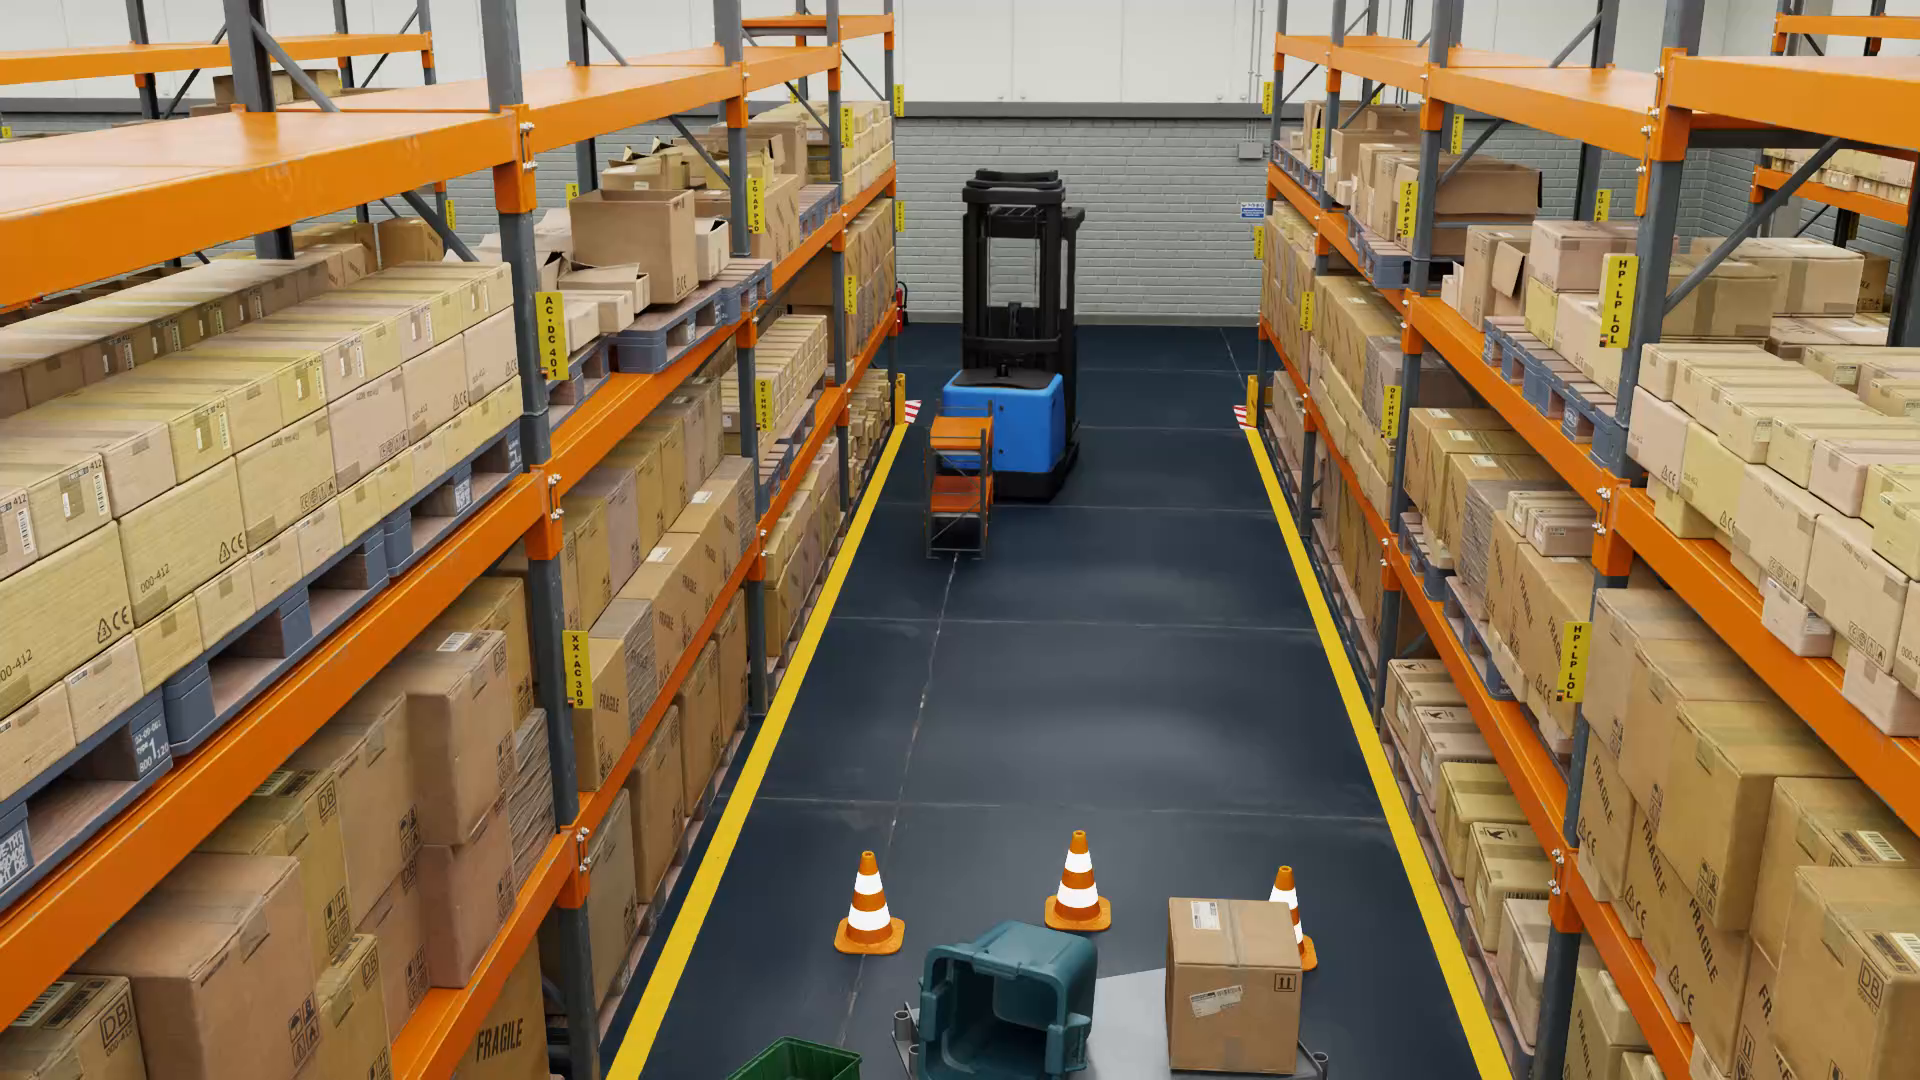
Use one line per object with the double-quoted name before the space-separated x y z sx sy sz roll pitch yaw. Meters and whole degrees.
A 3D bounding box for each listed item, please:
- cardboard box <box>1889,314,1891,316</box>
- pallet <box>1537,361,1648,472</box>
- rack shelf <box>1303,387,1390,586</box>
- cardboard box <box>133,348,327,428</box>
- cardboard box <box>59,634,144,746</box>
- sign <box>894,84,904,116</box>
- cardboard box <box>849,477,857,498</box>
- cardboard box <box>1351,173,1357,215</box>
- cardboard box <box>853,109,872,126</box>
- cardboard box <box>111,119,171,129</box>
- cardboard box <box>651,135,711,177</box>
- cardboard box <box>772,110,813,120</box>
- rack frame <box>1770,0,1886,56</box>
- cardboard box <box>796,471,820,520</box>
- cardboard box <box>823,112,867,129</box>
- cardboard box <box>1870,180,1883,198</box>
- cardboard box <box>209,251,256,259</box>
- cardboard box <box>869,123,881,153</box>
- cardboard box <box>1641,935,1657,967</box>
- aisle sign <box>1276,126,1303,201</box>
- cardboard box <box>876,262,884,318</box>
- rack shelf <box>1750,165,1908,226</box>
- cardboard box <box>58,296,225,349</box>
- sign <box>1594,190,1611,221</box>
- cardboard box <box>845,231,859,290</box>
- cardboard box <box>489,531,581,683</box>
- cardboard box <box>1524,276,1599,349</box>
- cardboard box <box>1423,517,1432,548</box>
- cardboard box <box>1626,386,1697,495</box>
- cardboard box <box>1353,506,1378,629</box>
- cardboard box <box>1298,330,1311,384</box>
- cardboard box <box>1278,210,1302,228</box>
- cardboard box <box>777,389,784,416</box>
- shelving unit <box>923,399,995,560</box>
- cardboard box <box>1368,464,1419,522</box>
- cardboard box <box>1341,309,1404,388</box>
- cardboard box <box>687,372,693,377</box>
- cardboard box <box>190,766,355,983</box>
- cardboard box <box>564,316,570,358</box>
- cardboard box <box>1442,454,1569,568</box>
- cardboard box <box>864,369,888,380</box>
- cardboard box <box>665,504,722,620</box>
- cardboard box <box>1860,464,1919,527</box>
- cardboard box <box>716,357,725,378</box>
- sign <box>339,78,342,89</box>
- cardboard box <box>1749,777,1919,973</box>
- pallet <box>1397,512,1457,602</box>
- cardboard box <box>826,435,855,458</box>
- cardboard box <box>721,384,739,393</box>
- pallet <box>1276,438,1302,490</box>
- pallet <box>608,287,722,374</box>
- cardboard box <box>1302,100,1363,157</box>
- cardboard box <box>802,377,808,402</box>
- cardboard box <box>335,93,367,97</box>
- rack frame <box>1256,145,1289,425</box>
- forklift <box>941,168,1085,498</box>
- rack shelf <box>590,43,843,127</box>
"cardboard box" 8.788 -1.882 15.114 0.500 0.250 0.500 2 18 5
"pallet" 3.041 -0.499 6.613 1.213 0.211 1.003 1 18 4
"rack shelf" 3.320 -0.495 12.272 1.077 0.370 4.000 1 18 4
"cardboard box" -1.871 -0.392 4.273 0.380 0.149 0.250 2 18 5
"cardboard box" -1.943 0.302 3.436 0.380 0.149 0.250 1 18 4
"sign" -0.642 -4.607 17.427 0.100 0.325 0.005 1 18 4
"cardboard box" -1.134 -0.488 14.999 0.380 0.149 0.250 0 18 2
"cardboard box" 2.983 -2.460 11.836 0.396 0.266 0.258 3 18 8
"cardboard box" -1.048 -4.054 15.958 0.380 0.149 0.250 2 18 5
"cardboard box" -6.453 -3.171 13.632 0.700 0.500 0.500 2 18 5
"cardboard box" -1.926 -2.663 11.525 0.396 0.266 0.258 1 18 4
"cardboard box" -1.585 -3.983 15.743 0.380 0.149 0.250 2 18 6
"rack frame" 8.701 -5.442 16.578 1.000 3.000 0.127 1 18 4
"cardboard box" -1.356 -0.344 12.793 0.500 0.250 0.500 0 18 1
"cardboard box" -1.071 -3.892 15.464 0.380 0.149 0.250 1 18 2
"cardboard box" 8.265 -3.090 14.623 0.380 0.149 0.250 2 18 6
"cardboard box" -6.615 -2.410 15.519 0.500 0.500 0.500 1 18 4
"cardboard box" -1.048 -3.905 16.143 0.500 0.250 0.500 2 18 5
"cardboard box" 2.593 1.399 5.738 0.380 0.149 0.250 1 18 4
"aisle sign" 3.466 -3.965 17.530 0.394 0.787 0.004 1 18 4
"cardboard box" -1.039 -2.506 16.614 0.500 0.500 0.500 1 18 4
"rack shelf" 8.558 -3.053 15.261 1.077 0.370 4.000 1 18 4
"cardboard box" -2.473 -0.642 5.037 0.380 0.149 0.250 1 18 3
"sign" 3.718 -1.874 9.678 0.100 0.325 0.005 1 18 4
"cardboard box" -1.184 -2.497 14.983 0.500 0.500 0.500 1 18 2
"cardboard box" -2.025 0.270 7.014 0.700 0.500 0.500 1 18 3
"cardboard box" 2.866 -1.027 7.490 0.500 0.250 0.500 2 18 5
"cardboard box" 2.849 -0.028 9.421 0.380 0.149 0.250 0 18 0
"cardboard box" 2.585 -0.338 5.584 0.500 0.250 0.500 1 18 3
"cardboard box" 3.377 0.105 12.024 0.875 0.875 0.875 2 18 5
"cardboard box" 3.242 -1.655 14.497 0.500 0.500 0.500 1 18 4
"cardboard box" 3.367 -3.184 16.514 0.380 0.149 0.250 1 18 2
"cardboard box" -1.463 -0.985 11.863 0.380 0.149 0.250 1 18 4
"shelving unit" 0.000 -0.537 14.254 0.538 1.125 1.048 1 18 4
"cardboard box" 2.954 -0.307 10.784 0.500 0.250 0.500 1 18 2
"cardboard box" 3.067 -1.375 12.037 0.500 0.500 0.500 1 18 3
"cardboard box" -2.112 -1.137 11.850 0.380 0.149 0.250 1 18 4
"cardboard box" -2.245 0.980 4.641 0.875 0.550 0.500 1 18 4
"cardboard box" -1.762 -0.843 6.742 0.258 0.266 0.396 1 18 3
"cardboard box" 2.852 -0.142 8.728 0.500 0.500 0.500 2 18 5
"cardboard box" -0.979 -1.737 17.855 0.380 0.149 0.250 1 18 5
"cardboard box" -1.605 0.114 9.098 0.500 0.500 0.500 1 18 3
"cardboard box" 2.513 -0.083 4.165 0.380 0.149 0.250 2 18 5
"cardboard box" -2.038 -1.321 12.890 0.380 0.149 0.250 2 18 6
"sign" -6.687 -4.814 17.950 0.100 0.325 0.005 1 18 4
"cardboard box" 2.574 0.972 4.396 0.700 0.500 0.500 1 18 4
"pallet" 3.232 0.099 9.611 1.213 0.211 1.003 1 18 4
"cardboard box" -1.171 -0.851 15.152 0.380 0.149 0.250 2 18 7
"cardboard box" -1.503 -0.957 11.299 0.380 0.149 0.250 1 18 4
"pallet" 3.681 -0.747 16.365 1.003 0.211 1.213 1 18 4
"pallet" -1.838 -1.082 8.394 1.003 0.211 1.213 2 18 6
"cardboard box" 3.456 -3.798 15.383 0.500 0.500 0.500 2 18 5
"cardboard box" -1.382 -1.167 12.897 0.380 0.149 0.250 1 18 2
"cardboard box" -6.267 -4.145 16.443 0.700 0.500 0.500 0 18 0
"rack frame" 3.750 -2.700 17.847 1.000 3.000 0.127 1 18 4
"forklift" 0.616 -2.199 16.427 1.130 2.935 3.031 4 18 11
"rack shelf" -1.624 -3.235 11.641 1.077 0.370 4.000 1 18 4
